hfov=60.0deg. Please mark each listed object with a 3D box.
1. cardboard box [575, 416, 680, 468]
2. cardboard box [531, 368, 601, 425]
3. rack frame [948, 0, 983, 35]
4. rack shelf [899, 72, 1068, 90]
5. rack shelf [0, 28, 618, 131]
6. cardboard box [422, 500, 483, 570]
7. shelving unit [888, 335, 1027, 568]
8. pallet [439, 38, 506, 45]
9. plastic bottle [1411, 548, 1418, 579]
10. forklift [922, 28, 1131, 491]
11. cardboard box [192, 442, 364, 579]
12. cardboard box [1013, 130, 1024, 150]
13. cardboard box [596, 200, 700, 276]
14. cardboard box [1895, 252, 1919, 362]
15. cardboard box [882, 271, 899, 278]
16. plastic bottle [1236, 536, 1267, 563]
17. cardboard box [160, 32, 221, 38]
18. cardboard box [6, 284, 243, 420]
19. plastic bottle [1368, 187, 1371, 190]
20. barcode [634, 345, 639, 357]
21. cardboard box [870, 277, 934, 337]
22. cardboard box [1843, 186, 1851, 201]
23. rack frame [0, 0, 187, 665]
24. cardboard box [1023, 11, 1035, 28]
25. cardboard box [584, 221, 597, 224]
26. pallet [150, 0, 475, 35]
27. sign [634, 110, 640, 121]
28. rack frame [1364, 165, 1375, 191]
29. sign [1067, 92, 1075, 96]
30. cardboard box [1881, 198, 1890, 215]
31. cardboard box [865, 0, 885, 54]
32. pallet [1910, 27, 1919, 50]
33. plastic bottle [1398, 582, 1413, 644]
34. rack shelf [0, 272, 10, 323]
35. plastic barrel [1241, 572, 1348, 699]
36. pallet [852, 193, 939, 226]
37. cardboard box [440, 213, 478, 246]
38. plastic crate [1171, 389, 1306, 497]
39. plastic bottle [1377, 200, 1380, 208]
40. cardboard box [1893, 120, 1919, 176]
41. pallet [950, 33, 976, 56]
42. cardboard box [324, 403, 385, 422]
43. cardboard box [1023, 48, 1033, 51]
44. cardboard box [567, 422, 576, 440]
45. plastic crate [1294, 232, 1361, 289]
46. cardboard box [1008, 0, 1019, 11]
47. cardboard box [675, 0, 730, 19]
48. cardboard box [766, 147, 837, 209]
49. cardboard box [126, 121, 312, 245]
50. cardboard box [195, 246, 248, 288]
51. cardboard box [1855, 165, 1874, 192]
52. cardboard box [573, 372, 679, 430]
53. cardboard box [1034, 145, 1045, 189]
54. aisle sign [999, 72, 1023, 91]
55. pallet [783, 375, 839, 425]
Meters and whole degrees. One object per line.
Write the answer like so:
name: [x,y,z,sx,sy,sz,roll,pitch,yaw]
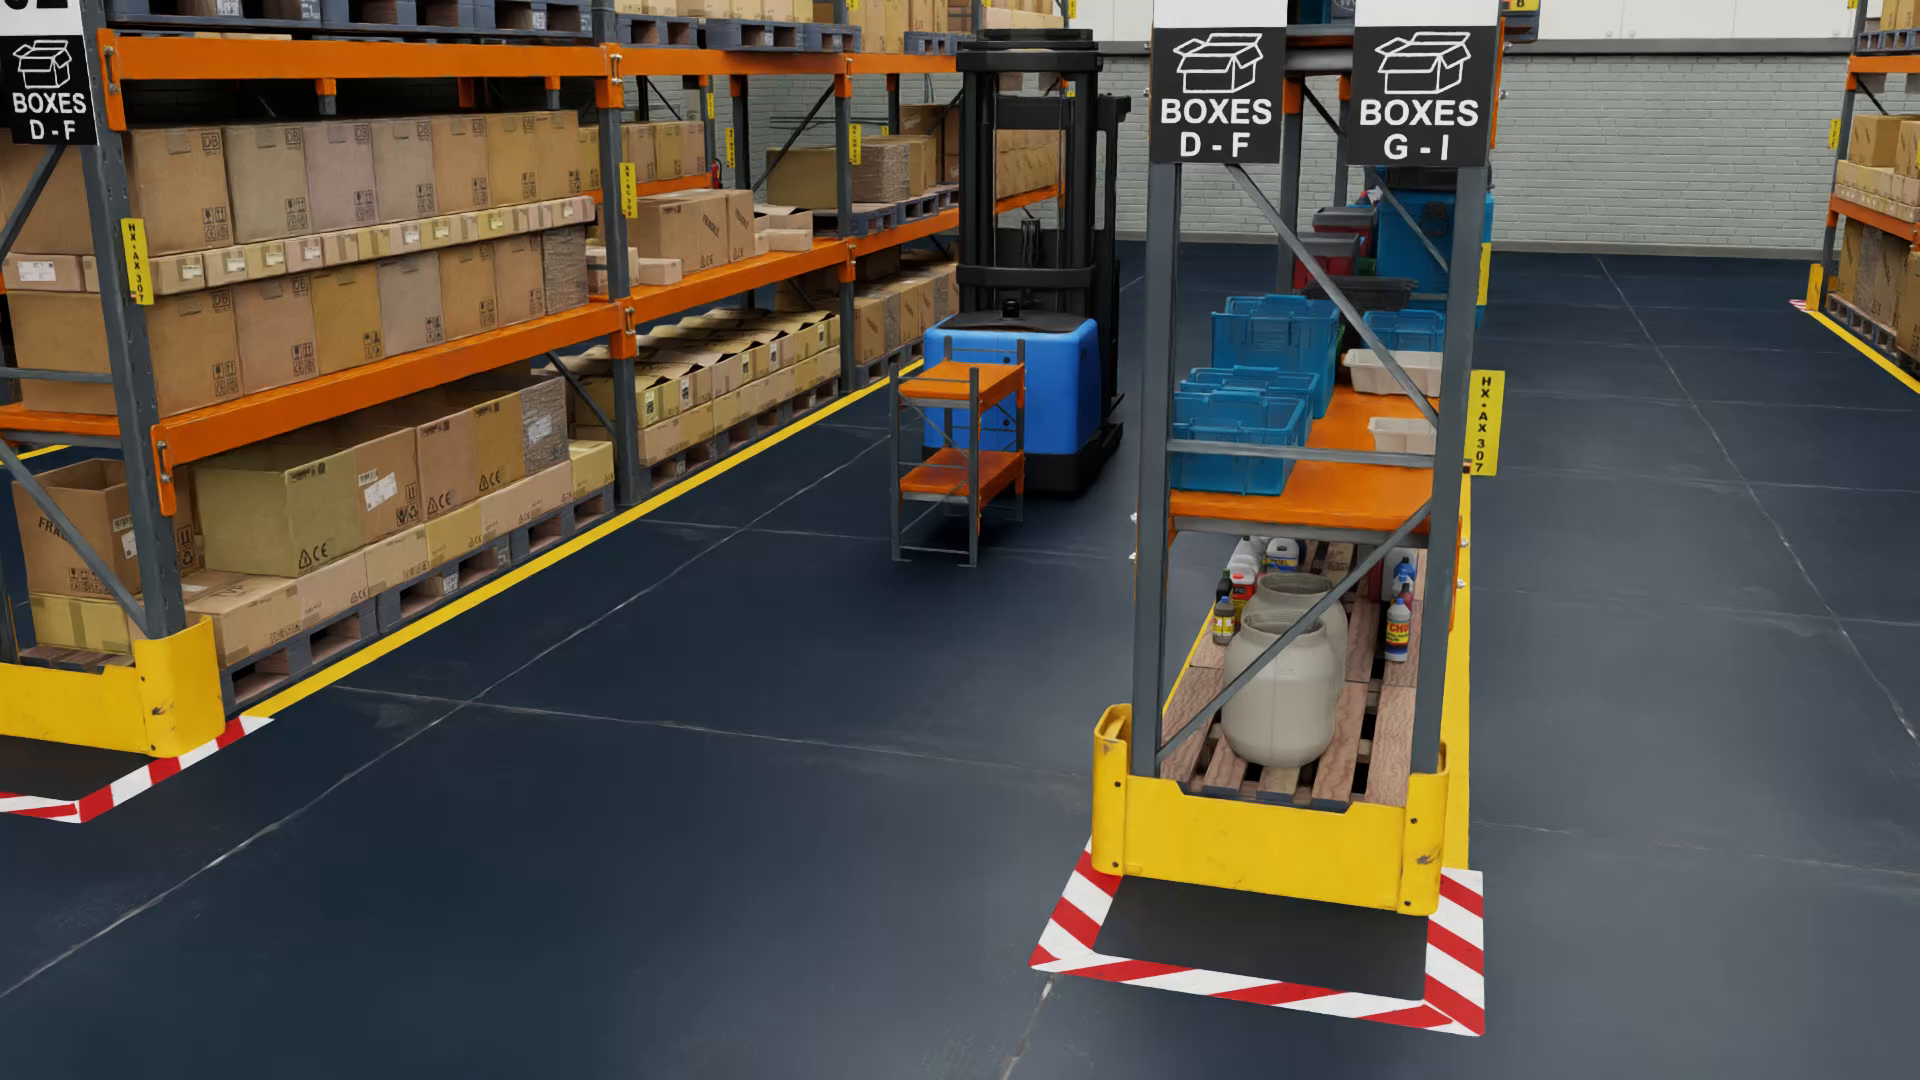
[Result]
cardboard box: [-2.184,-0.666,10.949,0.500,0.250,0.500,4,16,15]
cardboard box: [-2.696,-0.978,11.021,0.500,0.311,0.500,5,16,16]
rack frame: [-0.262,-6.680,16.888,1.000,3.000,0.127,5,16,16]
rack shelf: [0.306,-5.414,19.240,1.077,0.370,4.000,5,16,16]
rack shelf: [-3.104,-2.274,8.171,1.077,0.370,4.000,5,16,16]
cardboard box: [-2.879,-0.048,8.773,0.500,0.250,0.500,5,16,16]
shelving unit: [0.002,-0.543,9.682,0.538,1.125,1.048,5,16,16]
pallet: [-5.226,-5.284,17.815,0.805,0.209,1.217,4,16,14]
plastic bottle: [2.159,0.073,8.123,0.144,0.351,0.185,5,16,16]
forklift: [0.591,-2.084,11.805,1.130,2.935,3.031,4,16,13]
cardboard box: [-3.167,-0.148,7.749,0.500,0.500,0.500,5,16,16]
cardboard box: [0.434,-4.693,18.864,0.500,0.500,0.500,4,16,14]
cardboard box: [-2.152,-2.086,11.503,0.500,0.500,0.500,6,17,20]
cardboard box: [9.072,-2.035,14.631,1.225,0.875,0.875,5,16,16]
cardboard box: [-0.923,-2.424,16.654,0.500,0.500,0.500,5,17,17]
plastic bottle: [1.411,0.087,8.074,0.144,0.351,0.185,4,16,15]
cardboard box: [-6.607,-4.300,13.771,0.797,0.503,0.637,7,17,24]
cardboard box: [-3.528,-0.823,7.051,0.700,0.500,0.500,5,16,16]
plastic bottle: [3.935,-3.254,16.020,0.061,0.283,0.133,5,16,16]
barcode: [-2.064,-1.206,10.599,0.001,0.075,0.075,5,16,16]
cardboard box: [-0.562,-2.258,16.068,0.500,0.500,0.500,4,16,14]
cardboard box: [9.810,-3.748,18.008,0.380,0.149,0.250,4,16,15]
rack frame: [-3.672,-0.654,6.638,1.000,3.000,0.127,5,16,16]
cardboard box: [0.550,-5.904,19.011,0.500,0.250,0.500,5,16,16]
cardboard box: [-4.711,-3.860,20.565,0.380,0.149,0.250,4,16,14]
pallet: [-3.102,-2.558,8.015,1.003,0.211,1.213,5,16,16]
sign: [-4.406,-5.722,22.775,0.100,0.325,0.005,5,16,16]
rack frame: [4.486,-3.408,16.349,1.000,3.000,0.127,5,16,16]
sign: [1.401,-5.501,21.025,0.100,0.325,0.005,5,16,16]
cardboard box: [9.299,-3.278,16.349,0.380,0.149,0.250,5,17,17]
cardboard box: [-1.162,-4.488,14.476,0.910,0.500,0.500,5,16,16]
pallet: [9.477,-4.638,15.349,1.003,0.211,1.213,5,16,16]
plastic bottle: [1.971,0.318,7.382,0.061,0.283,0.133,5,17,17]
rack shelf: [-6.718,-2.261,13.621,1.077,0.370,4.000,5,16,16]
plastic barrel: [1.332,0.417,6.652,0.421,0.512,0.421,0,16,0]
pallet: [-0.851,-3.164,15.838,1.003,0.211,1.213,5,16,16]
cardboard box: [-2.770,-1.641,8.745,0.380,0.149,0.250,5,17,17]
plastic crate: [0.931,-0.351,5.844,0.499,0.251,0.616,5,16,16]
plastic bottle: [3.684,-2.862,14.657,0.097,0.271,0.097,0,16,0]
cardboard box: [9.255,-3.728,15.830,0.500,0.500,0.500,5,17,16]
pallet: [-0.515,-4.981,16.740,1.213,0.211,1.003,5,16,16]
cardboard box: [-3.392,-0.451,8.817,0.500,0.500,0.500,5,16,16]
cardboard box: [0.541,-5.665,19.081,0.500,0.250,0.500,5,16,16]
cardboard box: [-2.696,-0.711,11.107,0.500,0.250,0.500,4,16,15]
plastic crate: [2.057,-1.496,9.491,0.402,0.464,0.583,5,16,16]
cardboard box: [0.254,-6.147,18.491,0.700,0.500,0.500,5,16,16]
cardboard box: [-1.934,-3.769,11.628,0.500,0.250,0.500,3,16,11]
cardboard box: [-1.328,-3.171,14.558,0.700,0.500,0.500,-1,16,-3]
cardboard box: [-3.368,-1.599,7.410,0.700,0.500,0.500,4,16,14]
cardboard box: [-3.282,-1.169,7.083,0.380,0.149,0.250,4,16,14]
cardboard box: [9.688,-3.769,17.351,0.500,0.250,0.500,4,16,14]
cardboard box: [-2.179,-0.938,10.882,0.500,0.311,0.500,5,16,16]
cardboard box: [0.717,-4.484,19.957,0.500,0.500,0.500,5,17,16]
aisle sign: [0.612,-6.131,21.184,0.394,0.787,0.004,5,16,16]
pallet: [-1.670,-1.193,13.649,1.003,0.211,1.213,5,16,16]
